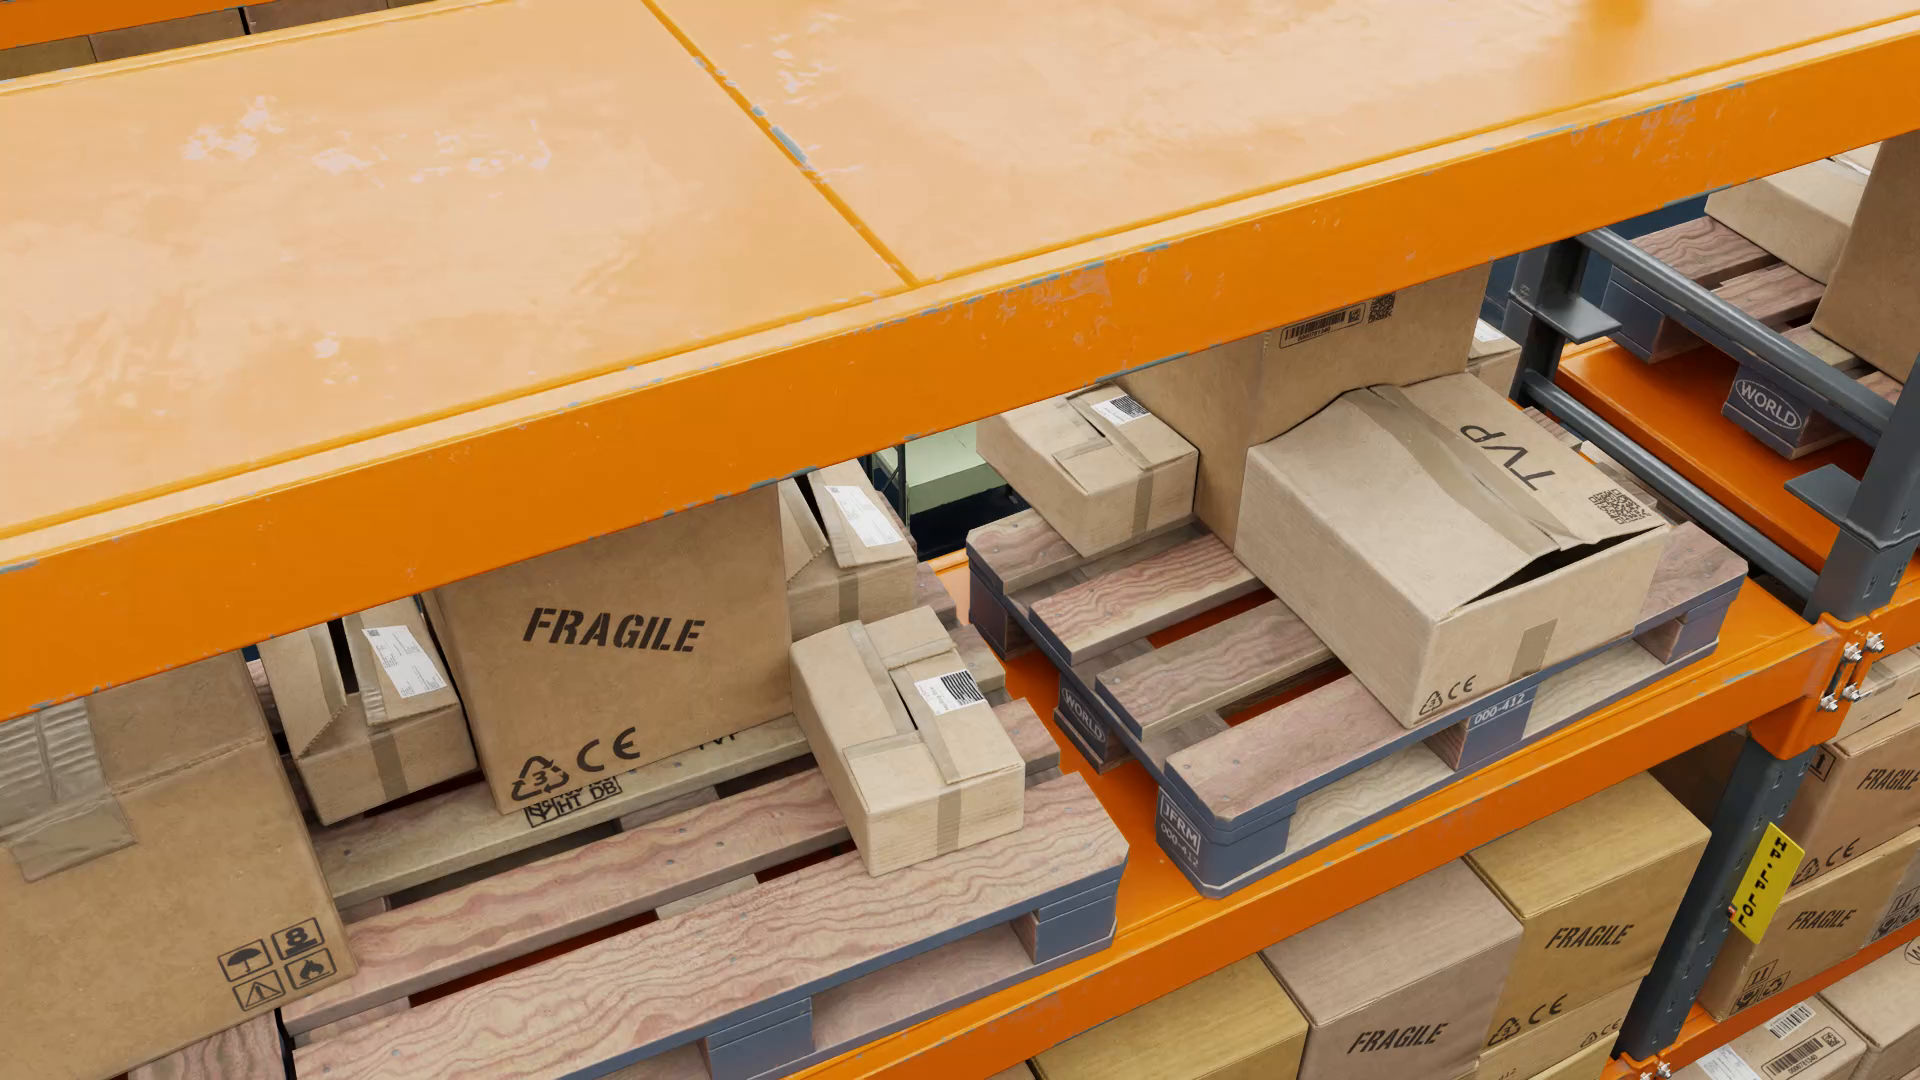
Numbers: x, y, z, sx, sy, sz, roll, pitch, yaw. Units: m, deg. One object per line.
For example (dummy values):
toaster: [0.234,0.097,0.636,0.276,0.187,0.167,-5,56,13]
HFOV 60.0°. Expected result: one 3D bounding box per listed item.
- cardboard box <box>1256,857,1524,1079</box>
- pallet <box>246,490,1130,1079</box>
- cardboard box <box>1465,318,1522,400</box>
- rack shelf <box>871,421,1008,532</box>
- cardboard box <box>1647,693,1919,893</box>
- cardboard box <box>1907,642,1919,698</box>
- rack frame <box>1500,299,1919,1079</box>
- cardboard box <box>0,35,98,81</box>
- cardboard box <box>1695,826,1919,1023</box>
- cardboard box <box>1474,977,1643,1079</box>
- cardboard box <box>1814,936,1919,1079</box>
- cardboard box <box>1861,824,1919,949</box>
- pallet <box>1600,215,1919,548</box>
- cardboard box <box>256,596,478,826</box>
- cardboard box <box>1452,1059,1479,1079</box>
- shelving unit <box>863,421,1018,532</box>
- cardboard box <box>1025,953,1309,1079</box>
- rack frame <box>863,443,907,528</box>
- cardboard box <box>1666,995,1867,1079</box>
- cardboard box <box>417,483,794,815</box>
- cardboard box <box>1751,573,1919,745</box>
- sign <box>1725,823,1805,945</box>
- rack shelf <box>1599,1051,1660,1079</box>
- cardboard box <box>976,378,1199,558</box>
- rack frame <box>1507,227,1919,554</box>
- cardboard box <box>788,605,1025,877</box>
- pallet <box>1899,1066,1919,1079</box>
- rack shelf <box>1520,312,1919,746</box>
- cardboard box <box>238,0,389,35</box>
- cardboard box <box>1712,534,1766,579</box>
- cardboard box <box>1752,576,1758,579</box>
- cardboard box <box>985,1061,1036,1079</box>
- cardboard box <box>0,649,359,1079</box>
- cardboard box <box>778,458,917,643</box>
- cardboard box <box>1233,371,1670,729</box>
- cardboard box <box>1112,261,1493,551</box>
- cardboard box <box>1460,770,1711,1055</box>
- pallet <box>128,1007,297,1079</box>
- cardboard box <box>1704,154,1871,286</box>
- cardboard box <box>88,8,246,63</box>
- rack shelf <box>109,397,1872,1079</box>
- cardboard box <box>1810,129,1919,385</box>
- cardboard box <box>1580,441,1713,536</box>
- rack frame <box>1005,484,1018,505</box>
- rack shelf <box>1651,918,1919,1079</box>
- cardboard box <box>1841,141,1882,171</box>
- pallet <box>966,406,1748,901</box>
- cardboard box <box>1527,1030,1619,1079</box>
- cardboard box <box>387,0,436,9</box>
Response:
cardboard box: [0.782,0.881,3.525,0.500,0.500,0.500,-18,43,-20]
pallet: [-0.493,0.428,2.736,1.213,0.211,1.003,-17,43,-19]
cardboard box: [0.913,-0.440,3.394,0.258,0.266,0.396,-19,44,-21]
rack shelf: [-0.006,-0.322,7.463,0.720,0.370,0.431,-19,44,-21]
cardboard box: [2.052,0.442,4.043,0.500,0.500,0.500,-18,44,-20]
cardboard box: [2.138,0.167,3.867,0.250,0.149,0.380,-18,43,-20]
rack frame: [1.518,0.865,4.395,0.127,3.000,1.000,-19,44,-21]
cardboard box: [-5.986,-3.163,10.473,0.875,0.875,1.225,-21,44,-23]
cardboard box: [2.055,0.837,4.351,0.500,0.500,0.500,-17,43,-19]
cardboard box: [1.239,1.003,3.962,0.500,0.250,0.500,-19,44,-21]
cardboard box: [2.918,1.290,5.552,0.875,0.438,0.875,-20,44,-22]
cardboard box: [2.503,0.689,4.525,0.500,0.500,0.500,-18,44,-20]
pallet: [2.249,-0.484,3.736,1.213,0.211,1.003,-19,44,-21]
cardboard box: [-0.970,0.194,2.646,0.258,0.266,0.396,-20,44,-22]
cardboard box: [0.800,1.156,3.781,0.500,0.250,0.500,-18,43,-20]
shelving unit: [-0.006,-0.570,7.252,0.755,1.500,0.431,-19,44,-21]
cardboard box: [0.324,1.022,3.359,0.500,0.500,0.500,-17,43,-19]
rack frame: [-0.331,-0.461,7.123,0.023,1.500,0.400,-19,44,-21]
cardboard box: [2.125,1.557,5.236,0.875,0.438,0.875,-19,44,-21]
cardboard box: [-0.600,0.024,2.665,0.500,0.500,0.500,-18,44,-20]
cardboard box: [1.918,0.253,3.766,0.250,0.149,0.380,-19,44,-21]
sign: [1.777,0.762,3.682,0.005,0.325,0.100,-19,44,-21]
rack shelf: [-0.256,1.737,3.922,4.000,0.370,1.077,-19,44,-21]
cardboard box: [0.234,-0.174,3.156,0.250,0.166,0.380,-22,45,-23]
rack frame: [1.518,-1.424,2.457,0.127,3.000,1.000,-19,44,-21]
cardboard box: [-0.090,0.300,2.597,0.250,0.166,0.380,-15,43,-17]
pallet: [3.312,1.381,5.944,1.213,0.211,1.003,-19,44,-21]
rack shelf: [3.292,-0.602,4.363,4.000,0.370,1.077,-19,44,-21]
cardboard box: [-4.410,-3.693,11.099,0.875,0.875,1.225,-20,44,-22]
cardboard box: [1.928,-0.093,4.173,0.250,0.149,0.380,-18,43,-20]
cardboard box: [1.809,0.147,4.393,0.500,0.500,0.500,-19,44,-21]
cardboard box: [-0.129,1.185,3.167,0.500,0.500,0.500,-18,43,-20]
cardboard box: [-1.239,0.312,2.325,0.500,0.500,0.700,-21,44,-23]
cardboard box: [-0.264,-0.044,2.926,0.258,0.266,0.396,-15,43,-17]
cardboard box: [0.833,-0.022,2.866,0.500,0.311,0.500,-19,44,-21]
cardboard box: [0.602,-0.381,3.143,0.500,0.500,0.500,-19,44,-21]
cardboard box: [1.238,0.723,3.712,0.500,0.500,0.500,-17,43,-19]
pallet: [-1.483,0.764,2.339,1.003,0.211,1.213,-17,43,-19]
cardboard box: [1.937,-0.801,3.743,0.258,0.266,0.396,-17,43,-19]
cardboard box: [-5.191,-3.424,10.782,0.875,0.875,1.225,-18,44,-21]
rack shelf: [-0.256,0.592,2.953,4.000,0.370,1.077,-19,44,-21]
cardboard box: [2.137,-0.571,3.291,0.500,0.500,0.500,-18,43,-20]
cardboard box: [1.644,-0.076,4.154,0.250,0.149,0.380,-19,44,-21]
rack frame: [0.319,-0.680,7.381,0.023,1.500,0.400,-19,44,-21]
rack shelf: [3.292,0.543,5.332,4.000,0.370,1.077,-19,44,-21]
cardboard box: [2.171,-0.835,3.874,0.250,0.149,0.380,-18,43,-20]
pallet: [0.728,0.095,3.131,1.217,0.209,0.805,-20,44,-22]
cardboard box: [1.237,1.201,4.115,0.500,0.250,0.500,-20,44,-22]
cardboard box: [-3.618,-3.960,11.415,0.875,0.875,1.225,-18,44,-21]
